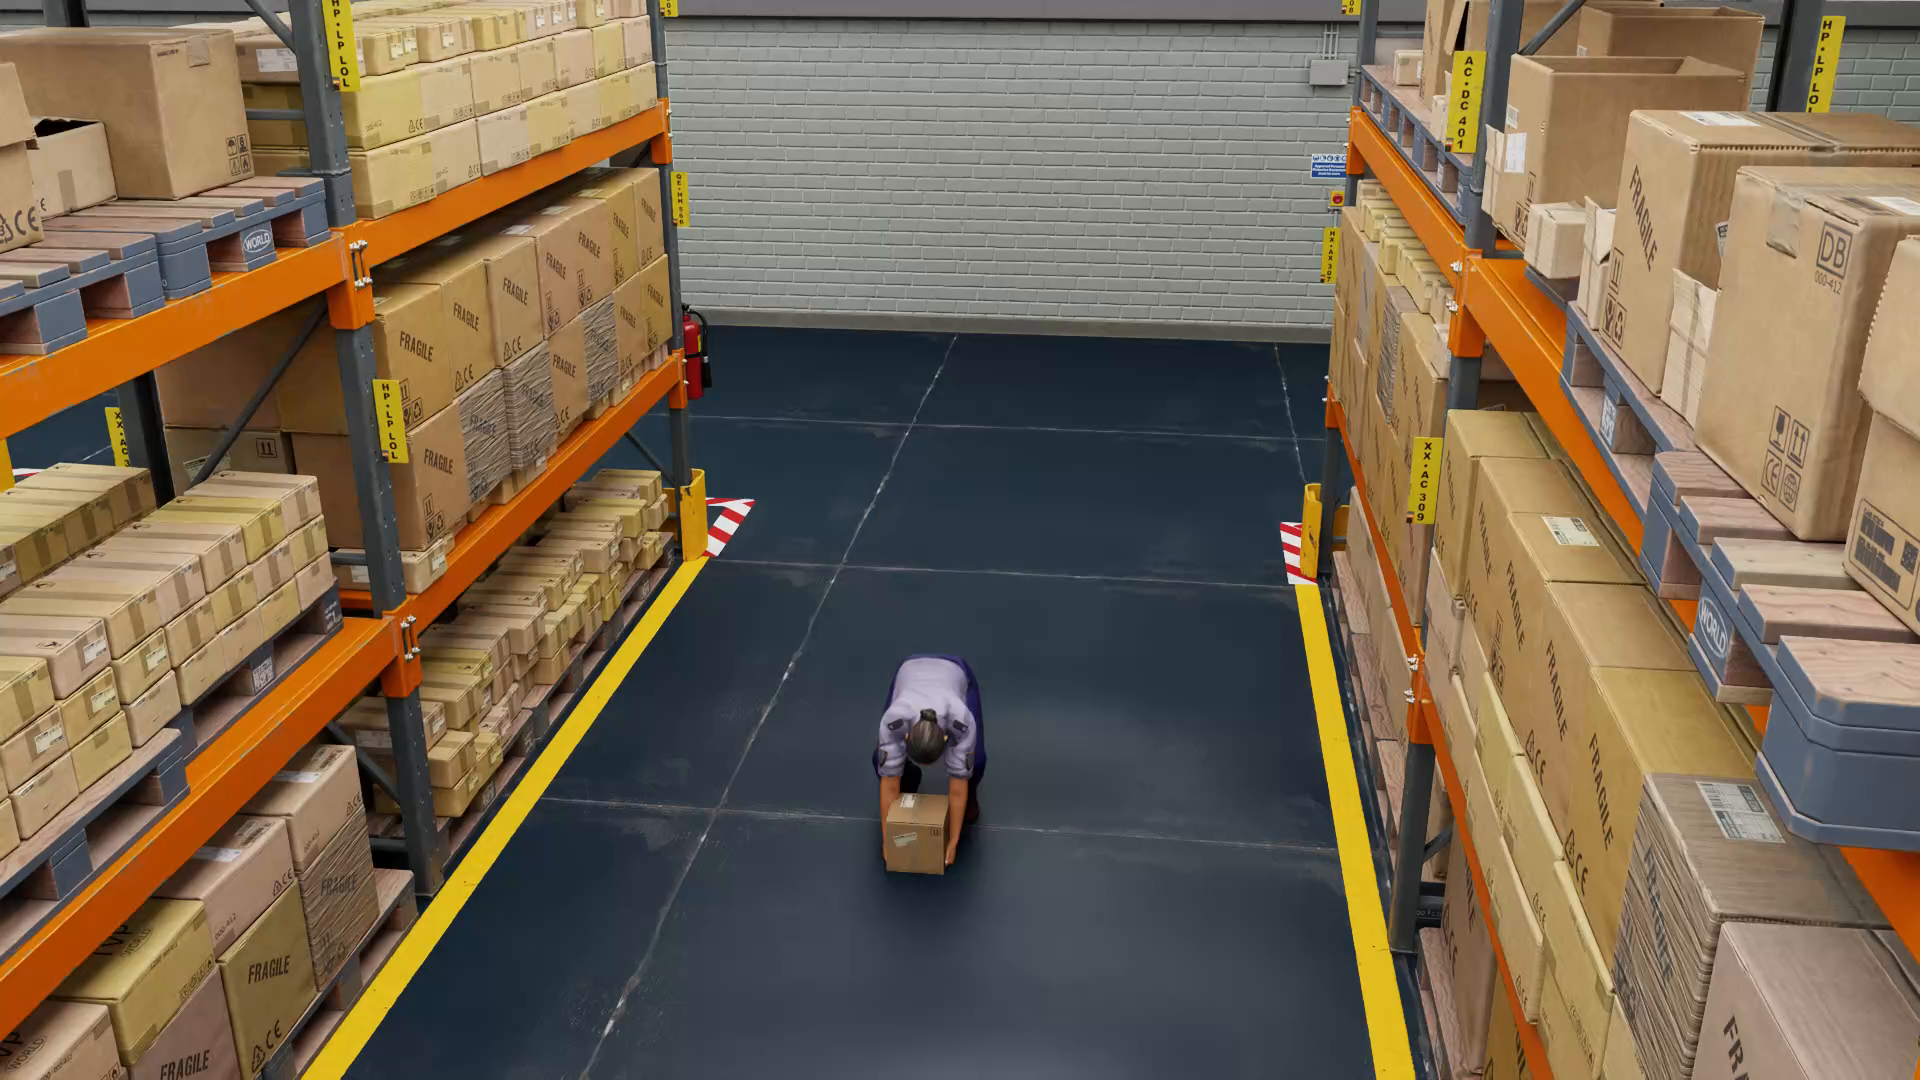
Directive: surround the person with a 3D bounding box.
[{"bbox_3d":[-0.132,0.953,7.446,0.511,0.747,0.902,2,21,5],"label":"person"}]
